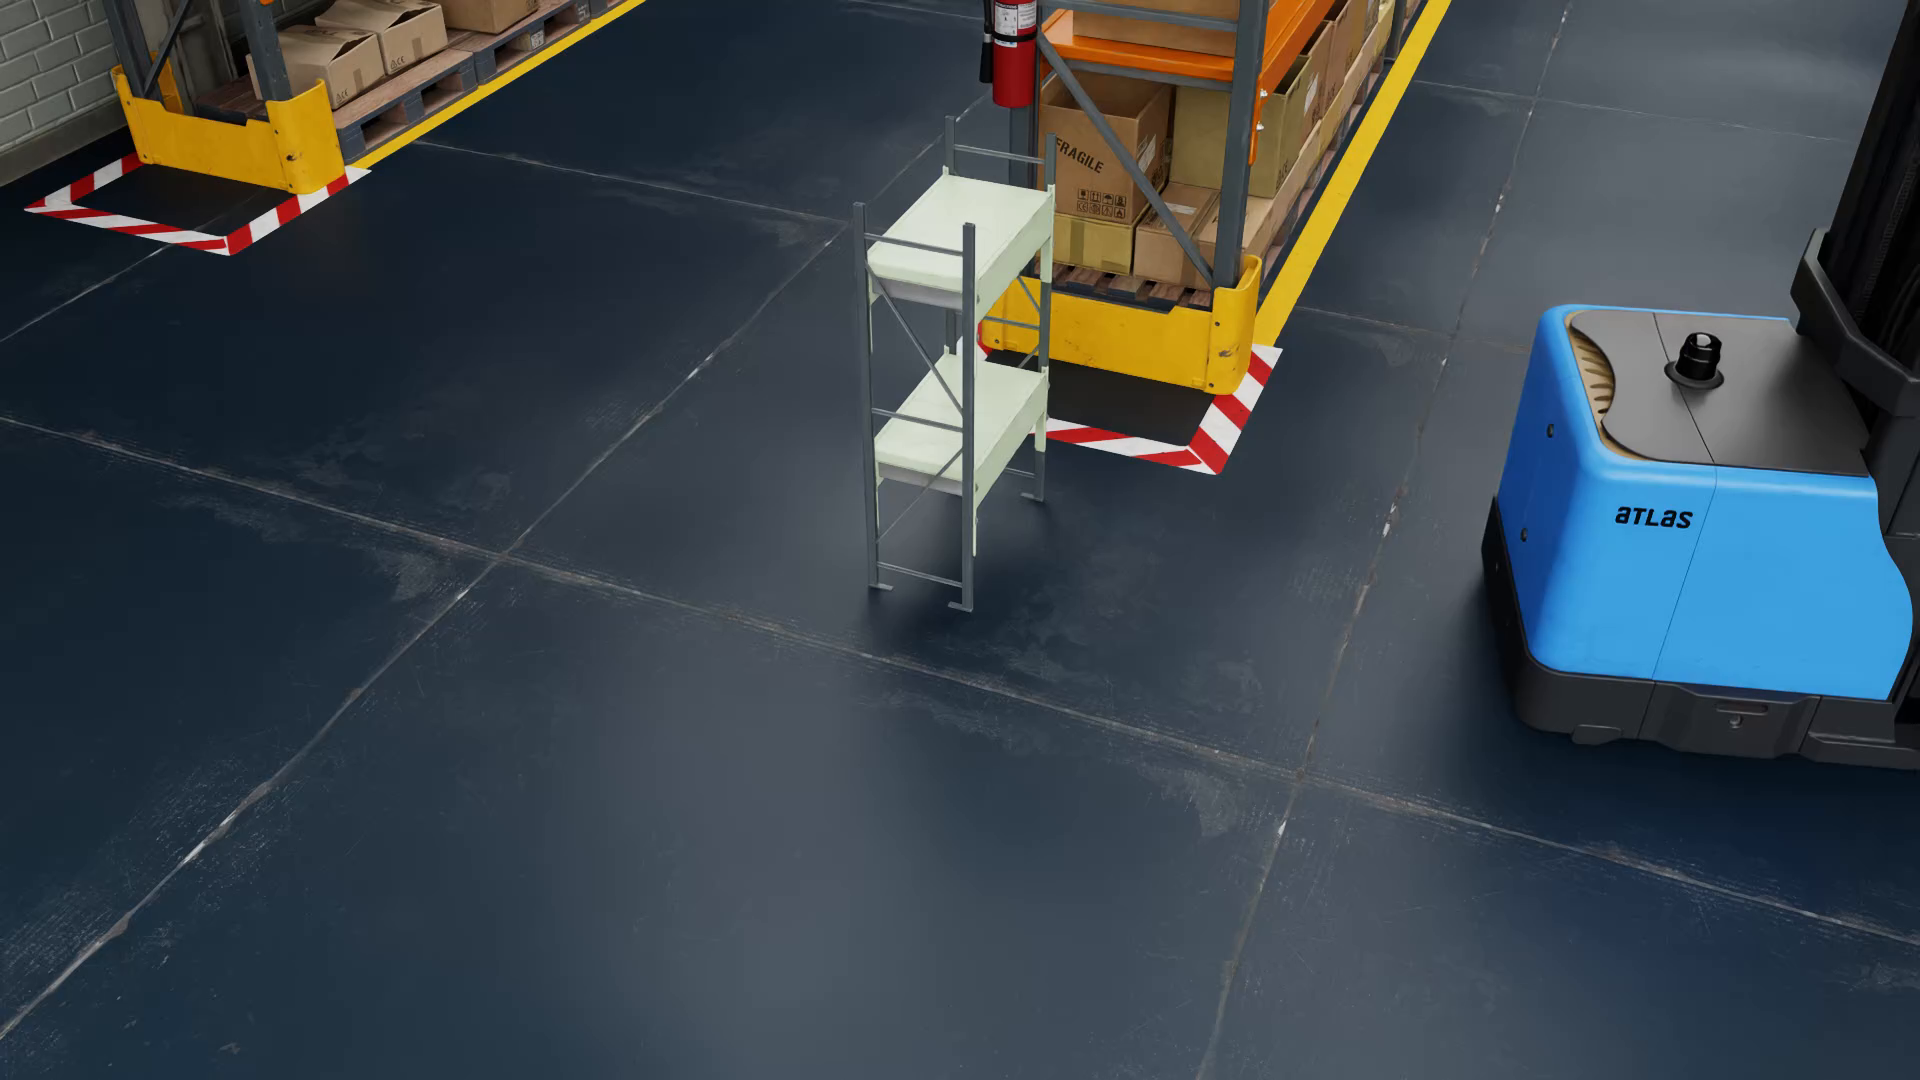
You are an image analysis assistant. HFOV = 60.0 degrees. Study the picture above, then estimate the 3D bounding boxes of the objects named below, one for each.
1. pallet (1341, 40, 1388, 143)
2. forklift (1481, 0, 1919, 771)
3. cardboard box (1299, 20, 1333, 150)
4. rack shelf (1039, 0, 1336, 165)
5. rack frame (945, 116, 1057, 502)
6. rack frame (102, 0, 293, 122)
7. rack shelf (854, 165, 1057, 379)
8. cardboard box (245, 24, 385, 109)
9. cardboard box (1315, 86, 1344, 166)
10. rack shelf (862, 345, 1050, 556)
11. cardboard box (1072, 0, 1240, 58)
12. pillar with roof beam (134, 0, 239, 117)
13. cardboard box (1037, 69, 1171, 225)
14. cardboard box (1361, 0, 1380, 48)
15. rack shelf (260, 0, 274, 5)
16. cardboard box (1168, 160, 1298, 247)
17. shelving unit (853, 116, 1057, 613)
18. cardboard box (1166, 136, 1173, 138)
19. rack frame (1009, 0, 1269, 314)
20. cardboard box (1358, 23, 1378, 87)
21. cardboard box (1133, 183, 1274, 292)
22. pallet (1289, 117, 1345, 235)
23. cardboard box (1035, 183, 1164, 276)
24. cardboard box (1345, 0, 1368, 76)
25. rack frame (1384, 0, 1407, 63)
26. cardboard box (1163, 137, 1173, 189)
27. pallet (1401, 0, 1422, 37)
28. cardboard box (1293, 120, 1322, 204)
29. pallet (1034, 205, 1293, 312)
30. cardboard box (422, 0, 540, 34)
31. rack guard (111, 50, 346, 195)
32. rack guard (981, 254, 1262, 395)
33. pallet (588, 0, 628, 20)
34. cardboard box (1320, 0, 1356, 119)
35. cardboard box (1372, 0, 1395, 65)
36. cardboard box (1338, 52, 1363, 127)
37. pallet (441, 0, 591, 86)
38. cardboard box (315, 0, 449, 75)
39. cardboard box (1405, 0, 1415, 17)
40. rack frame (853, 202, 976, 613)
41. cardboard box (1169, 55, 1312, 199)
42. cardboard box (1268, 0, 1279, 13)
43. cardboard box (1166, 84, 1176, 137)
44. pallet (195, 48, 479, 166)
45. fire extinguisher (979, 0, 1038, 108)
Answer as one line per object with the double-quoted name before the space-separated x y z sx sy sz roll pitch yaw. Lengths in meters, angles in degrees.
"pallet" 1.871 -2.714 9.704 1.003 0.211 1.213 14 39 18
"forklift" 3.347 -0.702 4.741 3.031 2.935 1.130 5 37 6
"cardboard box" 1.467 -2.217 8.031 0.500 0.500 0.500 14 39 18
"rack shelf" 1.451 -2.866 8.180 1.077 0.370 4.000 14 39 18
"rack frame" 0.137 -0.800 6.067 0.400 1.500 0.023 14 39 18
"rack frame" -3.892 -3.173 7.990 1.000 3.000 0.127 14 39 18
"rack shelf" -0.003 -0.910 5.562 0.431 0.370 0.720 14 39 18
"cardboard box" -3.546 -2.635 9.148 0.500 0.311 0.500 10 38 13
"cardboard box" 1.673 -2.190 8.620 0.500 0.250 0.500 14 39 18
"rack shelf" -0.003 -0.336 5.991 0.431 0.370 0.720 14 39 18
"cardboard box" 0.880 -2.342 6.795 0.700 0.500 0.500 14 39 18
"pillar with roof beam" -0.444 -5.180 5.664 9.100 9.000 0.400 14 39 18
"cardboard box" 0.619 -1.779 7.444 0.500 0.500 0.500 14 39 18
"cardboard box" 2.037 -3.048 9.142 0.500 0.500 0.500 14 39 18
"rack shelf" -3.131 -3.992 9.687 1.077 0.370 4.000 14 39 18
"cardboard box" 1.287 -1.638 7.881 0.500 0.250 0.500 14 39 18
"shelving unit" -0.003 -0.597 5.796 0.431 1.500 0.755 14 39 18
"cardboard box" 0.989 -2.035 8.413 0.500 0.250 0.500 14 39 18
"rack frame" 0.691 -2.047 6.483 1.000 3.000 0.127 14 39 18
"cardboard box" 2.039 -2.747 9.366 0.500 0.250 0.500 14 39 18
"cardboard box" 1.100 -1.360 7.510 0.500 0.250 0.500 14 39 18
"pallet" 1.408 -2.036 8.798 1.003 0.211 1.213 14 39 18
"cardboard box" 0.621 -1.478 7.668 0.500 0.250 0.500 14 39 18
"cardboard box" 1.850 -2.770 8.770 0.500 0.500 0.500 14 39 18
"rack frame" 2.212 -4.261 9.446 1.000 3.000 0.127 14 39 18
"cardboard box" 0.800 -1.757 8.042 0.500 0.250 0.500 14 39 18
"pallet" 2.457 -3.561 10.838 1.003 0.211 1.213 14 39 18
"cardboard box" 1.478 -1.914 8.252 0.500 0.250 0.500 14 39 18
"pallet" 0.943 -1.363 7.897 1.003 0.211 1.213 14 39 18
"cardboard box" -3.003 -3.421 10.042 0.700 0.500 0.500 11 38 15
"rack guard" -3.863 -2.214 8.795 1.175 0.500 0.348 14 39 18
"rack guard" 0.681 -1.032 7.214 1.175 0.500 0.348 14 39 18
"pallet" -2.593 -3.891 11.279 1.003 0.211 1.213 14 39 18
"cardboard box" 1.673 -2.490 8.396 0.500 0.500 0.500 14 39 18
"cardboard box" 2.238 -3.022 9.733 0.500 0.250 0.500 14 39 18
"cardboard box" 1.862 -2.467 8.991 0.500 0.250 0.500 14 39 18
"pallet" -3.056 -3.213 10.373 1.003 0.211 1.213 14 39 18
"cardboard box" -3.329 -2.951 9.571 0.500 0.311 0.500 17 40 21
"cardboard box" 2.595 -3.495 10.367 0.500 0.250 0.500 13 39 17
"rack frame" -0.142 -0.394 5.525 0.400 1.500 0.023 14 39 18
"cardboard box" 1.289 -1.938 7.656 0.500 0.500 0.500 14 39 18
"cardboard box" 1.075 -2.634 7.185 0.700 0.500 0.500 15 39 19
"cardboard box" 0.986 -2.336 8.189 0.500 0.500 0.500 14 39 18
"pallet" -3.521 -2.540 9.472 1.003 0.211 1.213 14 39 18
"fire extinguisher" 0.216 -2.056 6.560 0.296 0.674 0.183 14 39 18
